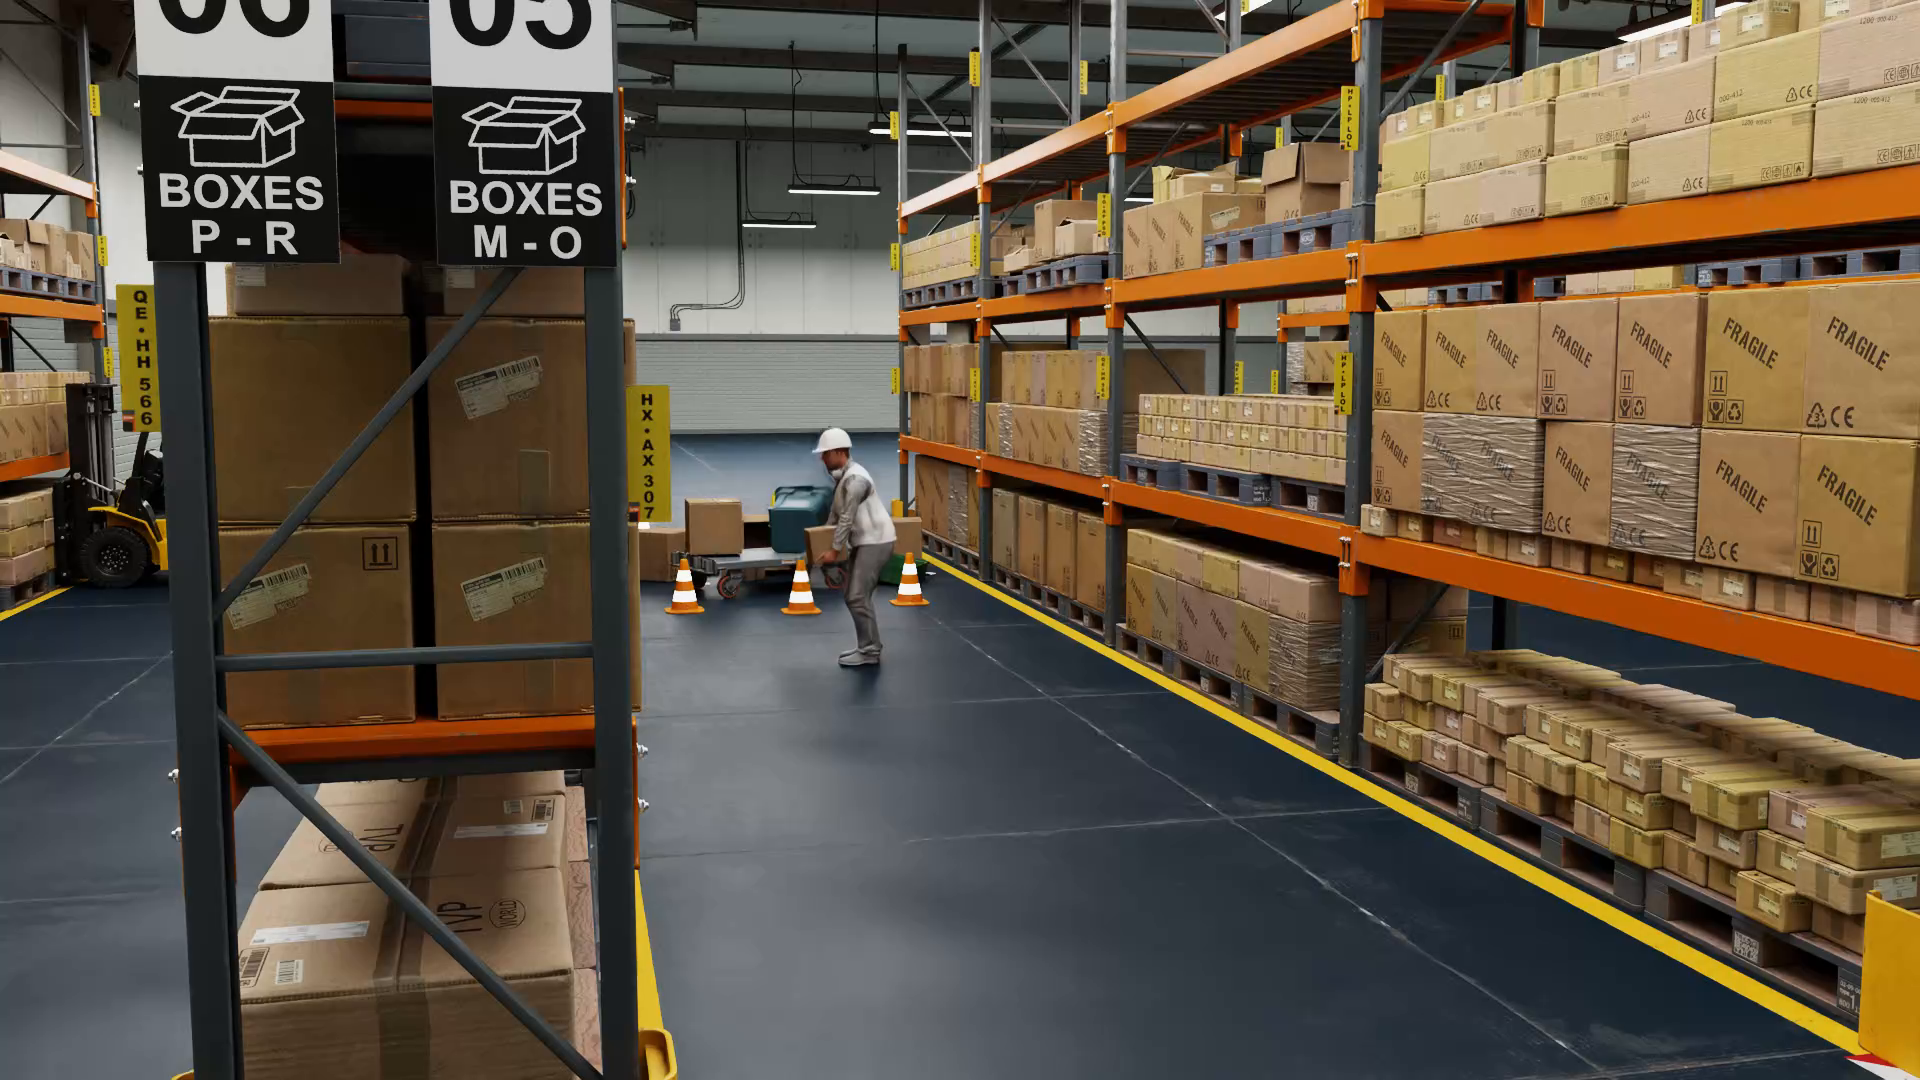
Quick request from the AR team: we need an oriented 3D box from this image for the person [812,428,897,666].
[{"bbox_3d":[-0.772,0.048,12.126,0.604,1.724,0.480,-2,6,-15],"label":"person"}]
